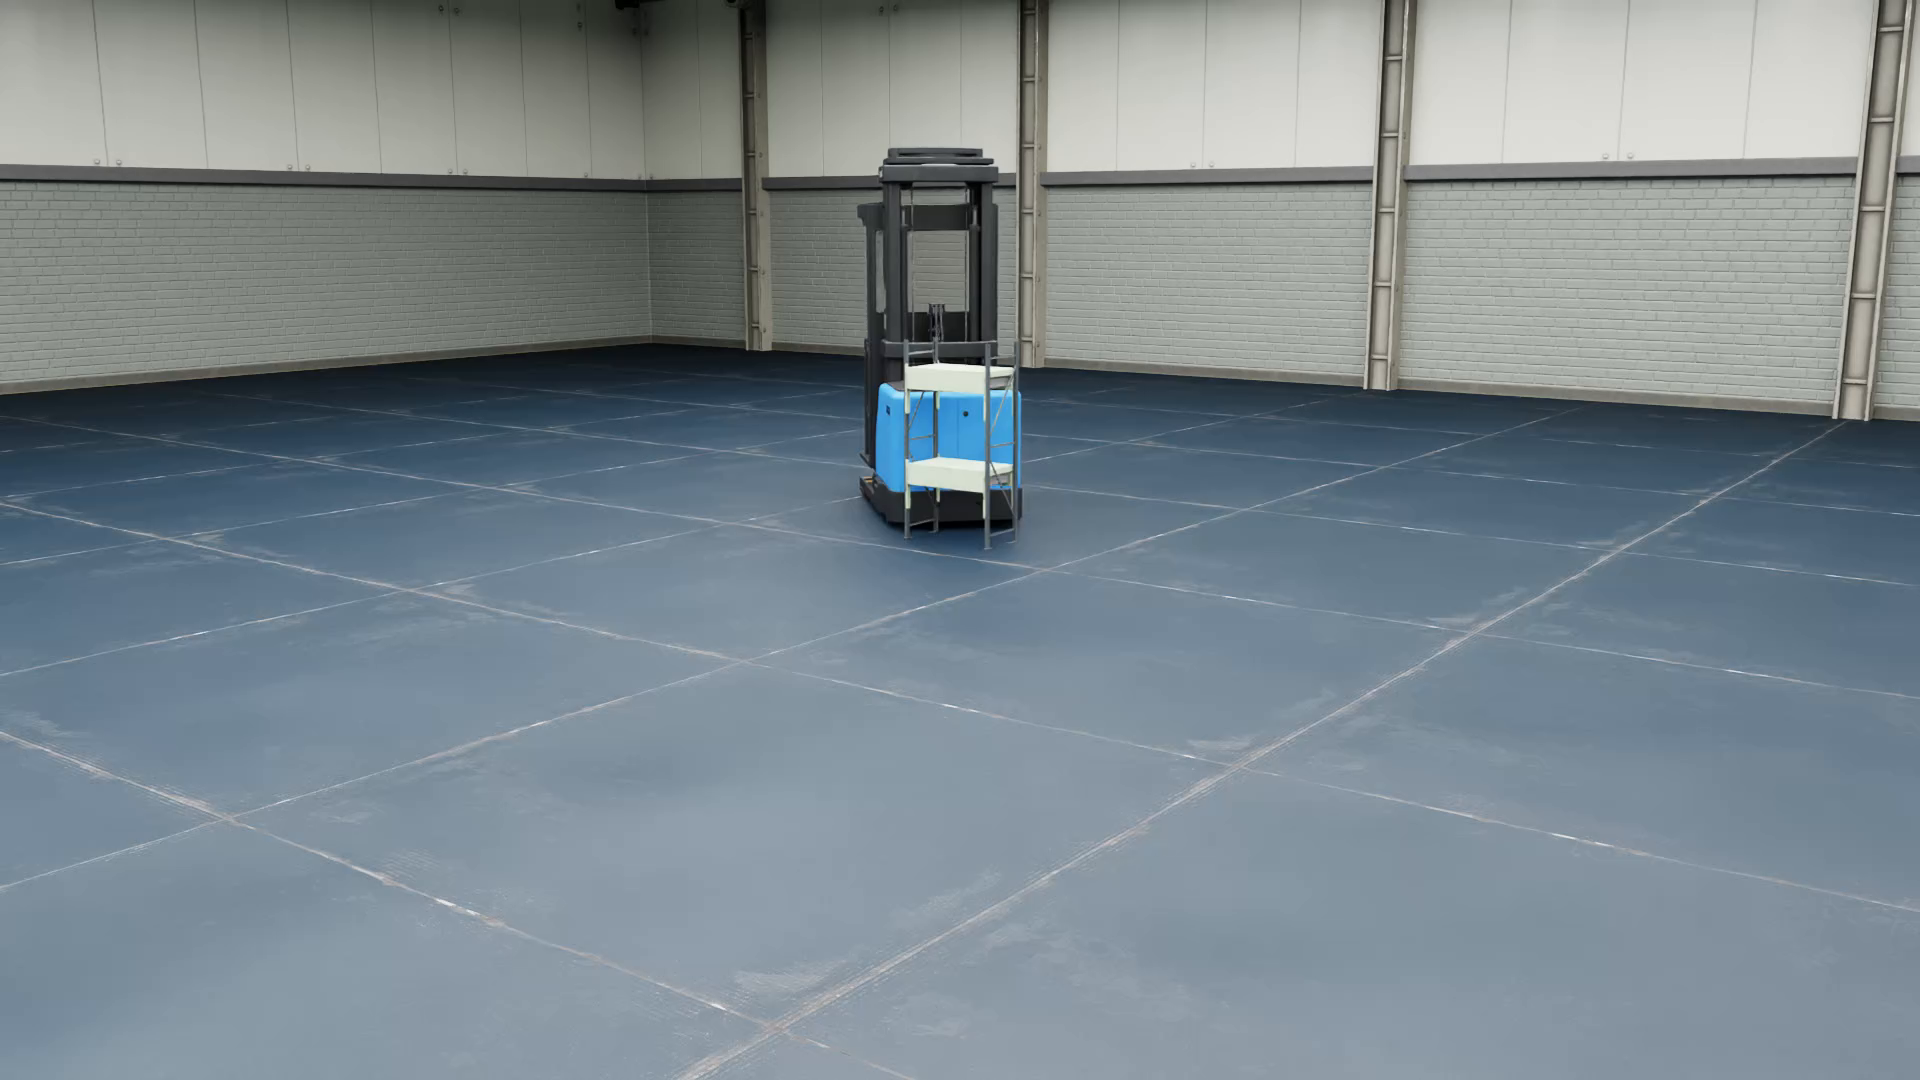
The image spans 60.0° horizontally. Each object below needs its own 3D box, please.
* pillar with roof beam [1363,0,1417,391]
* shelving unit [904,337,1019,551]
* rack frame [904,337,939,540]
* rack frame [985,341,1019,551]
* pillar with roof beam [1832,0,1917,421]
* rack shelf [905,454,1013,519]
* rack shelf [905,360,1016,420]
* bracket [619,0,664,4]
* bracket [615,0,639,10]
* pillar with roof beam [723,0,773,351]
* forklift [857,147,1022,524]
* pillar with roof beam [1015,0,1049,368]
[{"bbox_3d":[3.430,-5.908,19.376,0.400,9.000,9.100,8,13,36],"label":"pillar with roof beam"},{"bbox_3d":[0.007,-0.729,12.348,0.755,1.500,0.431,8,13,35],"label":"shelving unit"},{"bbox_3d":[-0.291,-0.769,12.557,0.023,1.500,0.400,8,13,35],"label":"rack frame"},{"bbox_3d":[0.305,-0.688,12.139,0.023,1.500,0.400,8,13,35],"label":"rack frame"},{"bbox_3d":[8.266,-5.233,15.889,0.400,9.000,9.100,8,13,36],"label":"pillar with roof beam"},{"bbox_3d":[0.007,-0.409,12.410,0.720,0.370,0.431,8,13,35],"label":"rack shelf"},{"bbox_3d":[0.007,-1.112,12.274,0.720,0.370,0.431,8,13,35],"label":"rack shelf"},{"bbox_3d":[-5.672,-9.876,30.409,3.189,0.066,0.076,8,13,36],"label":"bracket"},{"bbox_3d":[-6.148,-9.942,30.752,0.430,0.232,0.235,8,13,36],"label":"bracket"},{"bbox_3d":[-6.242,-7.257,26.350,0.548,9.000,9.100,8,13,36],"label":"pillar with roof beam"},{"bbox_3d":[-0.271,-1.799,14.112,1.130,2.935,3.031,-2,11,-10],"label":"forklift"},{"bbox_3d":[-1.406,-6.583,22.863,0.400,9.000,9.100,8,13,36],"label":"pillar with roof beam"}]
